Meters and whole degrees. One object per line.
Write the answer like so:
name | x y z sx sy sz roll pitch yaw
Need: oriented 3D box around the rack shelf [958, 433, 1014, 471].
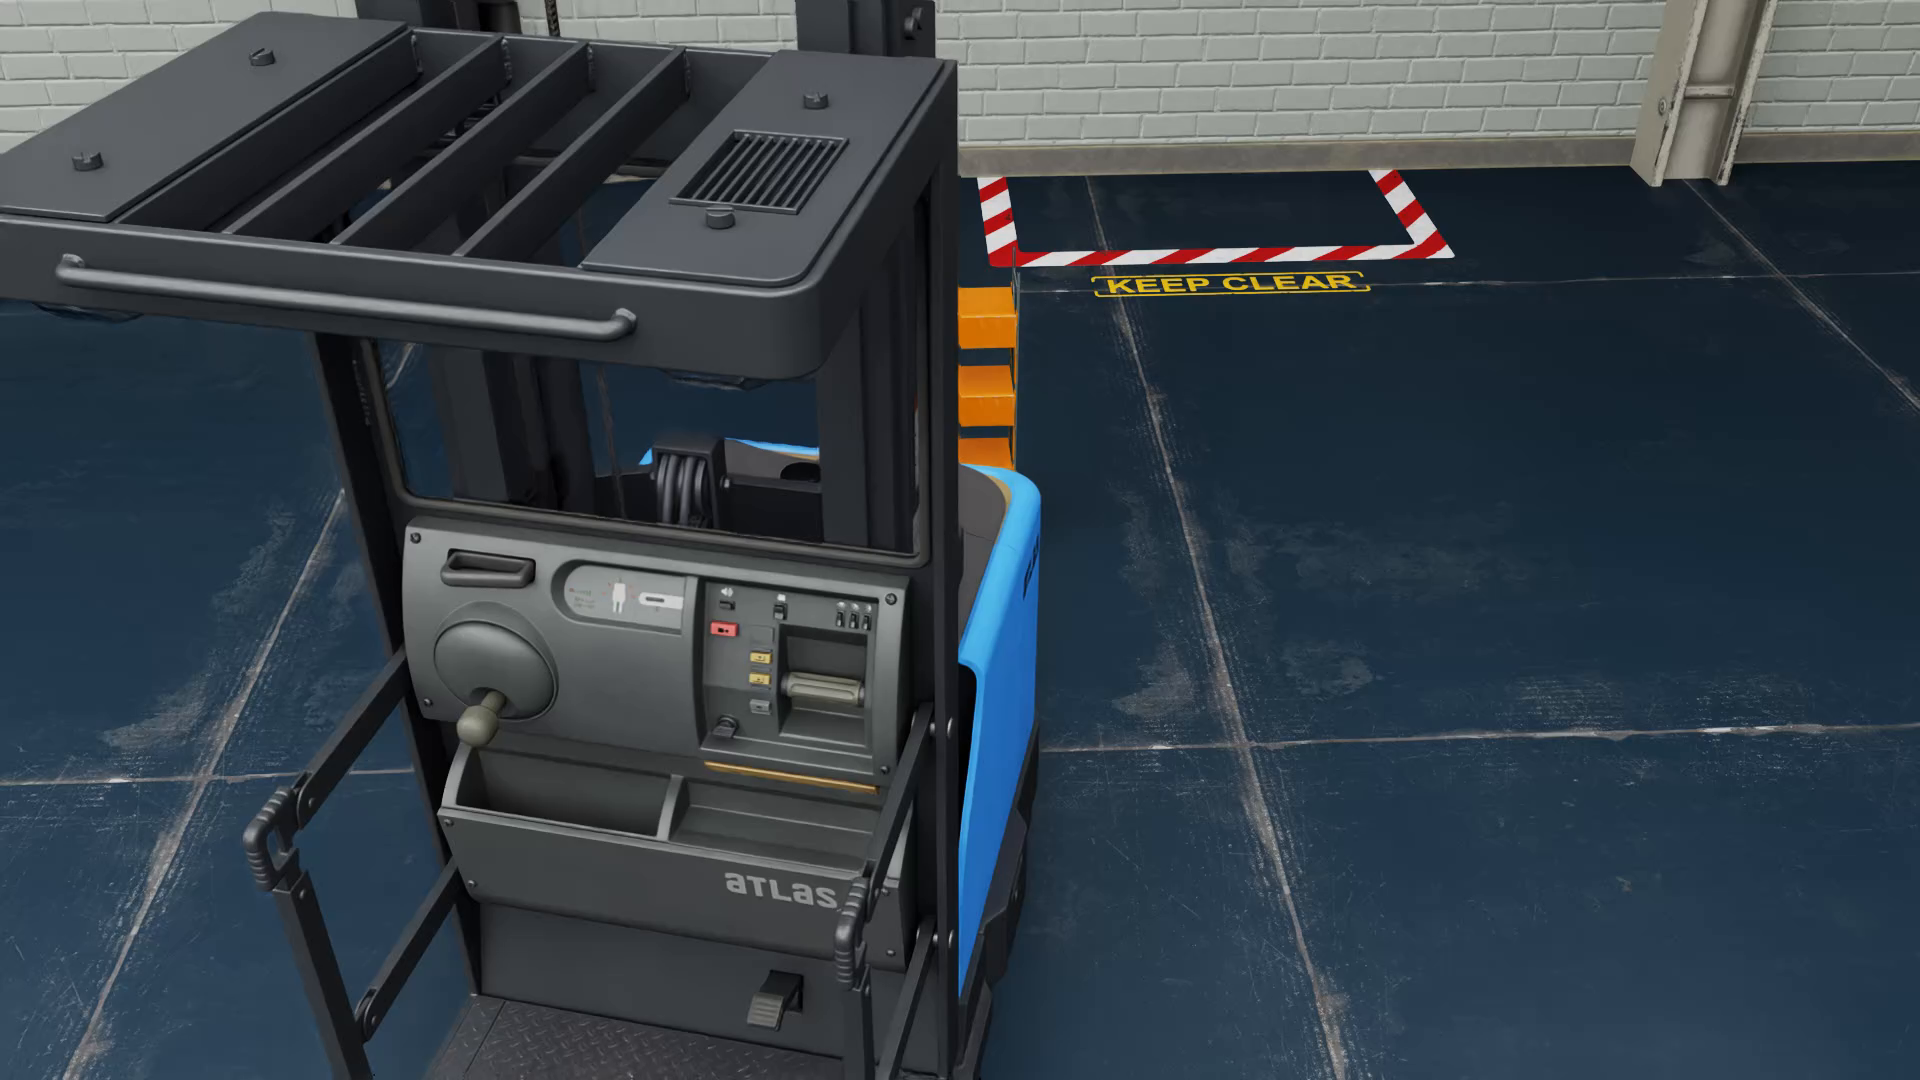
rack shelf | 0.053 -0.196 5.617 0.240 0.259 0.215 -2 35 -2

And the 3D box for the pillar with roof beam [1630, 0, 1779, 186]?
pillar with roof beam | 3.842 -3.112 2.339 0.400 9.000 9.100 -2 35 -2

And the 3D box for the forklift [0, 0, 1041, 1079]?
forklift | -0.596 0.267 2.788 1.130 2.935 3.031 7 35 10

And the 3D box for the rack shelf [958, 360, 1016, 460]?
rack shelf | 0.053 -0.424 5.459 0.240 0.259 0.215 -2 35 -2

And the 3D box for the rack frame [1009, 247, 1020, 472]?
rack frame | 0.175 -0.436 5.458 0.008 1.050 0.200 -2 35 -2

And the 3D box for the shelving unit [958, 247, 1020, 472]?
shelving unit | 0.053 -0.433 5.453 0.252 1.050 0.215 -2 35 -2

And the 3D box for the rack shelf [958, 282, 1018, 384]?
rack shelf | 0.053 -0.658 5.298 0.240 0.259 0.215 -2 35 -2
